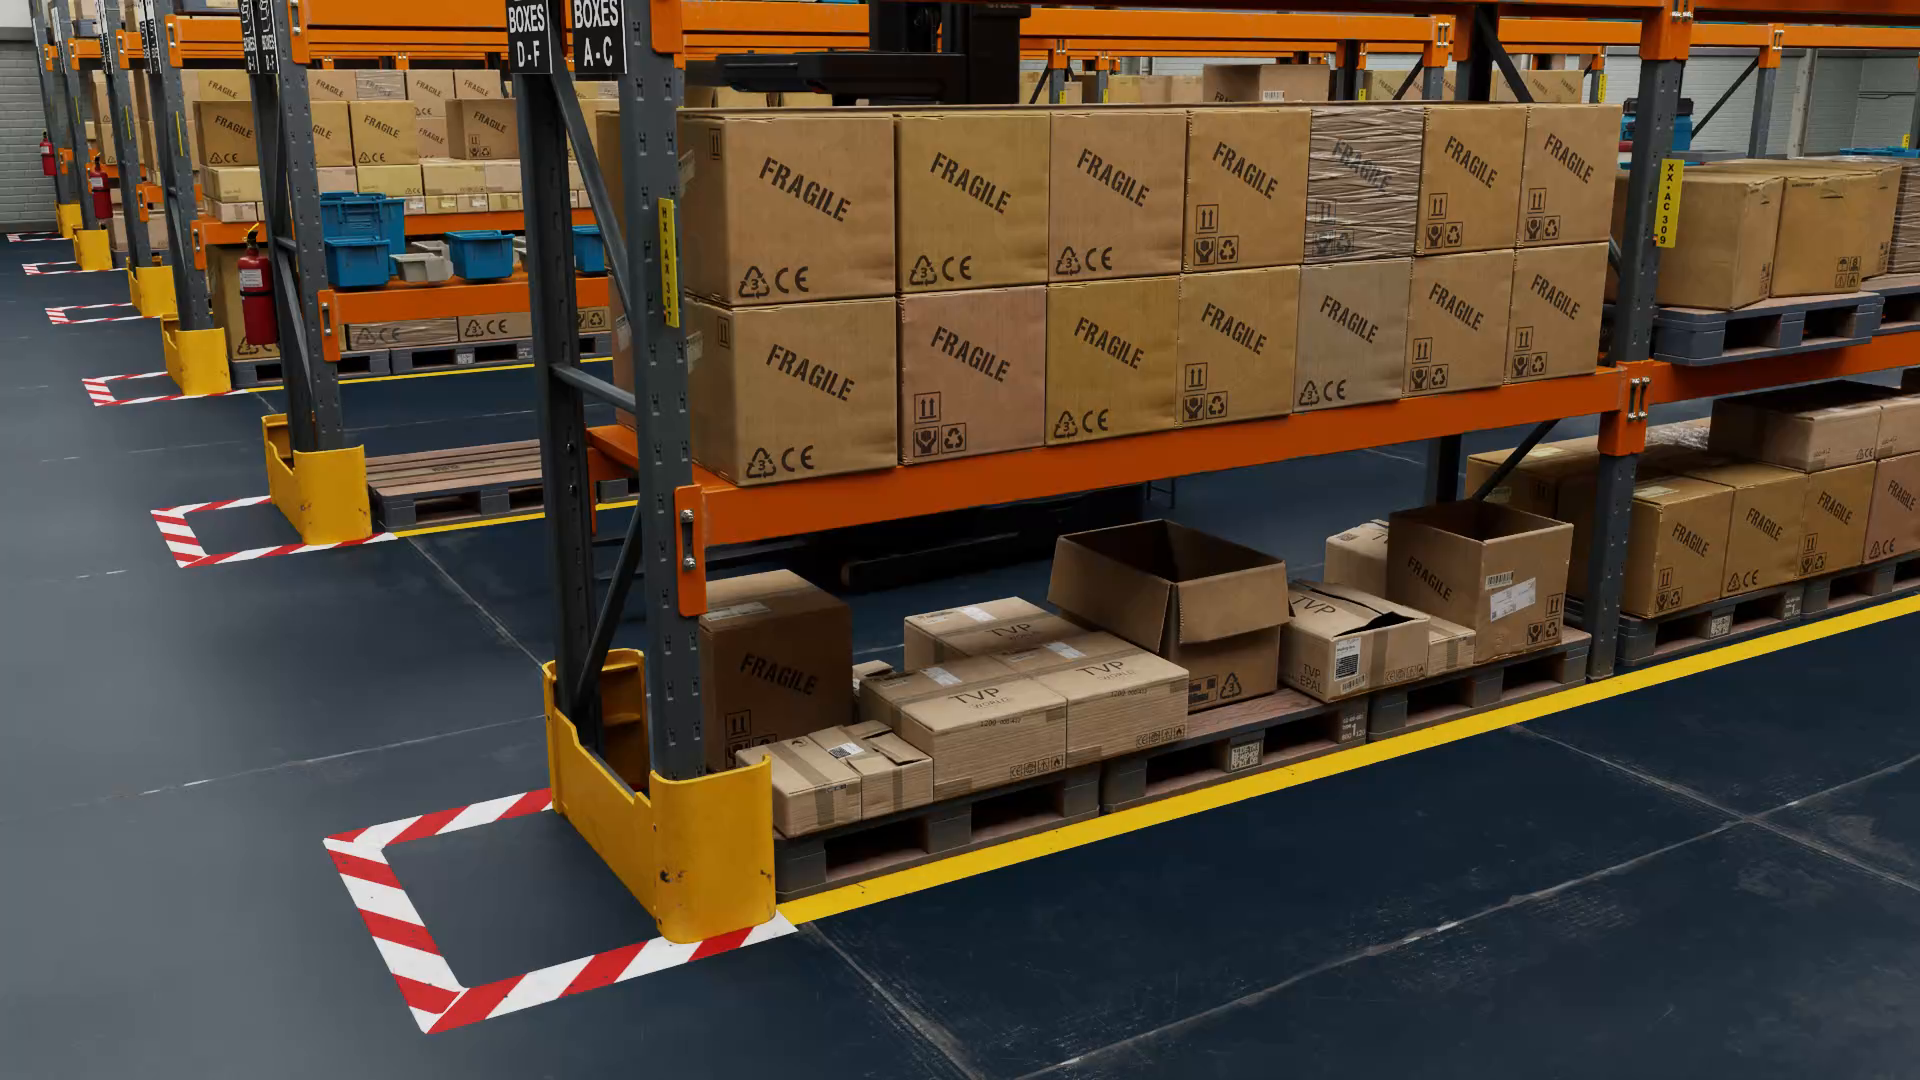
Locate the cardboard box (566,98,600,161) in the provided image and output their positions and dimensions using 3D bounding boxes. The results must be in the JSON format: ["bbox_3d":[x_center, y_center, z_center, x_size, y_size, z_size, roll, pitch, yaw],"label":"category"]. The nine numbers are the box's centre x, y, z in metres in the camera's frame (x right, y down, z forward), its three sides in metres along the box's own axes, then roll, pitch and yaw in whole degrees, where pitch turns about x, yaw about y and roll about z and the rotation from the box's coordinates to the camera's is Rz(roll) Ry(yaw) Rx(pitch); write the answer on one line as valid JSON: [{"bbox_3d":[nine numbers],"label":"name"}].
[{"bbox_3d":[-3.394,-3.513,14.221,0.500,0.500,0.500,-9,18,-29],"label":"cardboard box"}]

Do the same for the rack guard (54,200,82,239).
[{"bbox_3d":[-13.733,-4.967,25.701,0.348,0.500,1.175,-9,18,-30],"label":"rack guard"}]

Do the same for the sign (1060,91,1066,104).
[{"bbox_3d":[1.012,-4.261,16.406,0.005,0.325,0.100,-9,18,-30],"label":"sign"}]

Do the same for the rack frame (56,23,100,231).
[{"bbox_3d":[-11.238,-5.012,21.231,0.127,3.000,1.000,-9,18,-30],"label":"rack frame"}]

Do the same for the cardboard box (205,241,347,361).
[{"bbox_3d":[-5.627,-2.006,13.665,0.875,0.875,0.875,-9,18,-30],"label":"cardboard box"}]

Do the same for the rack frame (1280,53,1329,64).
[{"bbox_3d":[5.113,-6.105,25.130,0.127,3.000,1.000,-9,18,-30],"label":"rack frame"}]

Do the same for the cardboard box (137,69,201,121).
[{"bbox_3d":[-8.081,-4.554,17.011,0.500,0.500,0.500,-9,18,-30],"label":"cardboard box"}]

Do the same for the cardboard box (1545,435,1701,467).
[{"bbox_3d":[3.096,-0.192,7.855,0.500,0.500,0.500,-9,18,-30],"label":"cardboard box"}]

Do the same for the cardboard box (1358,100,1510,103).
[{"bbox_3d":[1.844,-1.512,6.707,0.500,0.500,0.500,-9,18,-28],"label":"cardboard box"}]

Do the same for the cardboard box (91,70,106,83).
[{"bbox_3d":[-10.791,-5.839,20.943,0.250,0.149,0.380,-9,18,-29],"label":"cardboard box"}]

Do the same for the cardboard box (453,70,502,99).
[{"bbox_3d":[-5.437,-4.981,18.535,0.500,0.500,0.500,-10,18,-32],"label":"cardboard box"}]

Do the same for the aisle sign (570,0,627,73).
[{"bbox_3d":[-0.943,-1.601,4.247,0.004,0.787,0.394,-9,18,-30],"label":"aisle sign"}]

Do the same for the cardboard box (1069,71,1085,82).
[{"bbox_3d":[1.714,-7.719,28.299,0.500,0.500,0.700,-9,18,-29],"label":"cardboard box"}]

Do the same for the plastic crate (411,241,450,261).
[{"bbox_3d":[-2.978,-1.630,9.545,0.243,0.136,0.396,-9,18,-30],"label":"plastic crate"}]

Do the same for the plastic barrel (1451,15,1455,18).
[{"bbox_3d":[3.698,-4.155,12.412,0.421,0.512,0.421,0,16,0],"label":"plastic barrel"}]

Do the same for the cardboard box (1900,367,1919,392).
[{"bbox_3d":[5.095,-0.715,8.329,0.500,0.250,0.500,-8,18,-28],"label":"cardboard box"}]

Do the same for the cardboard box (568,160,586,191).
[{"bbox_3d":[-3.392,-3.151,14.321,0.500,0.250,0.500,-9,18,-28],"label":"cardboard box"}]

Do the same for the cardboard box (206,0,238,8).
[{"bbox_3d":[-7.645,-5.567,17.007,0.500,0.250,0.500,-9,18,-30],"label":"cardboard box"}]

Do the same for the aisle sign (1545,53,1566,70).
[{"bbox_3d":[7.479,-6.273,20.914,0.004,0.787,0.394,-9,18,-30],"label":"aisle sign"}]

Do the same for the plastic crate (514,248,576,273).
[{"bbox_3d":[-2.304,-1.553,9.269,0.298,0.136,0.250,-9,18,-30],"label":"plastic crate"}]

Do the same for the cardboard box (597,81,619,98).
[{"bbox_3d":[-5.125,-6.448,24.317,0.500,0.500,0.500,-9,18,-29],"label":"cardboard box"}]

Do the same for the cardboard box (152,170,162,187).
[{"bbox_3d":[-8.156,-3.729,17.120,0.250,0.149,0.380,-9,18,-30],"label":"cardboard box"}]

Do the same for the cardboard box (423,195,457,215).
[{"bbox_3d":[-4.343,-2.785,13.753,0.250,0.149,0.380,-10,18,-31],"label":"cardboard box"}]

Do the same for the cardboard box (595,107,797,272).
[{"bbox_3d":[-0.796,-1.082,5.173,0.500,0.500,0.500,-9,18,-30],"label":"cardboard box"}]

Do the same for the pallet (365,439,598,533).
[{"bbox_3d":[-2.857,-0.336,9.717,1.213,0.211,1.003,-9,18,-30],"label":"pallet"}]

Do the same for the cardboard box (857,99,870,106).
[{"bbox_3d":[-1.044,-4.080,15.862,0.637,0.503,0.797,-9,18,-28],"label":"cardboard box"}]

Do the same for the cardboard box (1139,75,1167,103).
[{"bbox_3d":[2.429,-6.287,23.504,0.550,0.550,0.875,-9,18,-30],"label":"cardboard box"}]

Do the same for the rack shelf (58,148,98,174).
[{"bbox_3d":[-12.083,-6.091,26.415,4.000,0.370,1.077,-9,18,-30],"label":"rack shelf"}]

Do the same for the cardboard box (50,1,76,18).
[{"bbox_3d":[-13.288,-7.919,24.847,0.500,0.250,0.500,-9,18,-30],"label":"cardboard box"}]

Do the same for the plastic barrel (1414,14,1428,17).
[{"bbox_3d":[3.459,-4.101,12.712,0.294,0.245,0.294,0,16,0],"label":"plastic barrel"}]

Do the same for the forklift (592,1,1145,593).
[{"bbox_3d":[-0.527,-1.318,8.183,3.031,2.935,1.130,-10,19,-32],"label":"forklift"}]

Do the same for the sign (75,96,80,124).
[{"bbox_3d":[-10.958,-5.338,20.643,0.005,0.325,0.100,-9,18,-30],"label":"sign"}]

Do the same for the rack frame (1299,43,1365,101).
[{"bbox_3d":[4.152,-4.387,19.003,0.127,3.000,1.000,-9,18,-30],"label":"rack frame"}]

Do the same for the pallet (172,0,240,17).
[{"bbox_3d":[-5.504,-4.226,13.036,1.213,0.211,1.003,-9,18,-30],"label":"pallet"}]

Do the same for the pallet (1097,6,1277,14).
[{"bbox_3d":[1.437,-3.772,11.602,1.213,0.211,1.003,-9,18,-30],"label":"pallet"}]

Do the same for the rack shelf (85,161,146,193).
[{"bbox_3d":[-9.524,-4.943,22.320,4.000,0.370,1.077,-9,18,-30],"label":"rack shelf"}]

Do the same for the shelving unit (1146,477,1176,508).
[{"bbox_3d":[0.959,-0.751,9.366,0.503,1.200,0.258,-10,19,-32],"label":"shelving unit"}]

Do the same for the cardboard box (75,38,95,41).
[{"bbox_3d":[-13.194,-7.516,25.073,0.250,0.149,0.380,-9,18,-29],"label":"cardboard box"}]

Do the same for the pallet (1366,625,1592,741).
[{"bbox_3d":[1.804,0.456,6.894,1.213,0.211,1.003,-9,18,-30],"label":"pallet"}]

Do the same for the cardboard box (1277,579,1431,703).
[{"bbox_3d":[1.407,0.349,6.272,0.500,0.311,0.500,-9,18,-30],"label":"cardboard box"}]

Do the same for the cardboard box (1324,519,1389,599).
[{"bbox_3d":[1.921,0.109,7.131,0.500,0.311,0.500,-9,18,-30],"label":"cardboard box"}]

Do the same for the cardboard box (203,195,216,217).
[{"bbox_3d":[-5.999,-2.724,13.534,0.250,0.149,0.380,-9,18,-29],"label":"cardboard box"}]

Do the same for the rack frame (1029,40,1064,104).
[{"bbox_3d":[0.723,-3.831,17.019,0.127,3.000,1.000,-9,18,-30],"label":"rack frame"}]

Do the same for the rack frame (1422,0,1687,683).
[{"bbox_3d":[2.393,-0.982,6.857,0.127,3.000,1.000,-9,18,-30],"label":"rack frame"}]

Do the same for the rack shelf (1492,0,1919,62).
[{"bbox_3d":[4.107,-2.358,7.541,4.000,0.370,1.077,-9,18,-30],"label":"rack shelf"}]

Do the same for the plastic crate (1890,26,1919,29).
[{"bbox_3d":[8.652,-4.899,15.301,0.575,0.384,0.392,-9,18,-30],"label":"plastic crate"}]

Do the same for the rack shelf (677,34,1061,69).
[{"bbox_3d":[-0.992,-4.651,15.720,4.000,0.370,1.077,-9,18,-30],"label":"rack shelf"}]

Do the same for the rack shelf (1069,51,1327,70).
[{"bbox_3d":[3.398,-6.925,23.831,4.000,0.370,1.077,-9,18,-30],"label":"rack shelf"}]

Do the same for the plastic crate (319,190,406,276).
[{"bbox_3d":[-3.393,-1.709,9.271,0.499,0.435,0.616,-9,18,-30],"label":"plastic crate"}]

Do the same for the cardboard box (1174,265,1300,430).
[{"bbox_3d":[0.781,-0.686,5.616,0.500,0.500,0.500,-9,18,-29],"label":"cardboard box"}]

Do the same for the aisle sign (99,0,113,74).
[{"bbox_3d":[-8.511,-5.053,16.561,0.004,0.787,0.394,-9,18,-30],"label":"aisle sign"}]

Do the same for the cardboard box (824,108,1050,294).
[{"bbox_3d":[-0.076,-1.031,4.993,0.500,0.500,0.500,-9,18,-29],"label":"cardboard box"}]

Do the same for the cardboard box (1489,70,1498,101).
[{"bbox_3d":[5.948,-5.275,19.581,0.500,0.500,0.500,-9,18,-30],"label":"cardboard box"}]

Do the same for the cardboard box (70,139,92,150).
[{"bbox_3d":[-13.375,-6.021,25.297,0.250,0.149,0.380,-9,18,-30],"label":"cardboard box"}]
